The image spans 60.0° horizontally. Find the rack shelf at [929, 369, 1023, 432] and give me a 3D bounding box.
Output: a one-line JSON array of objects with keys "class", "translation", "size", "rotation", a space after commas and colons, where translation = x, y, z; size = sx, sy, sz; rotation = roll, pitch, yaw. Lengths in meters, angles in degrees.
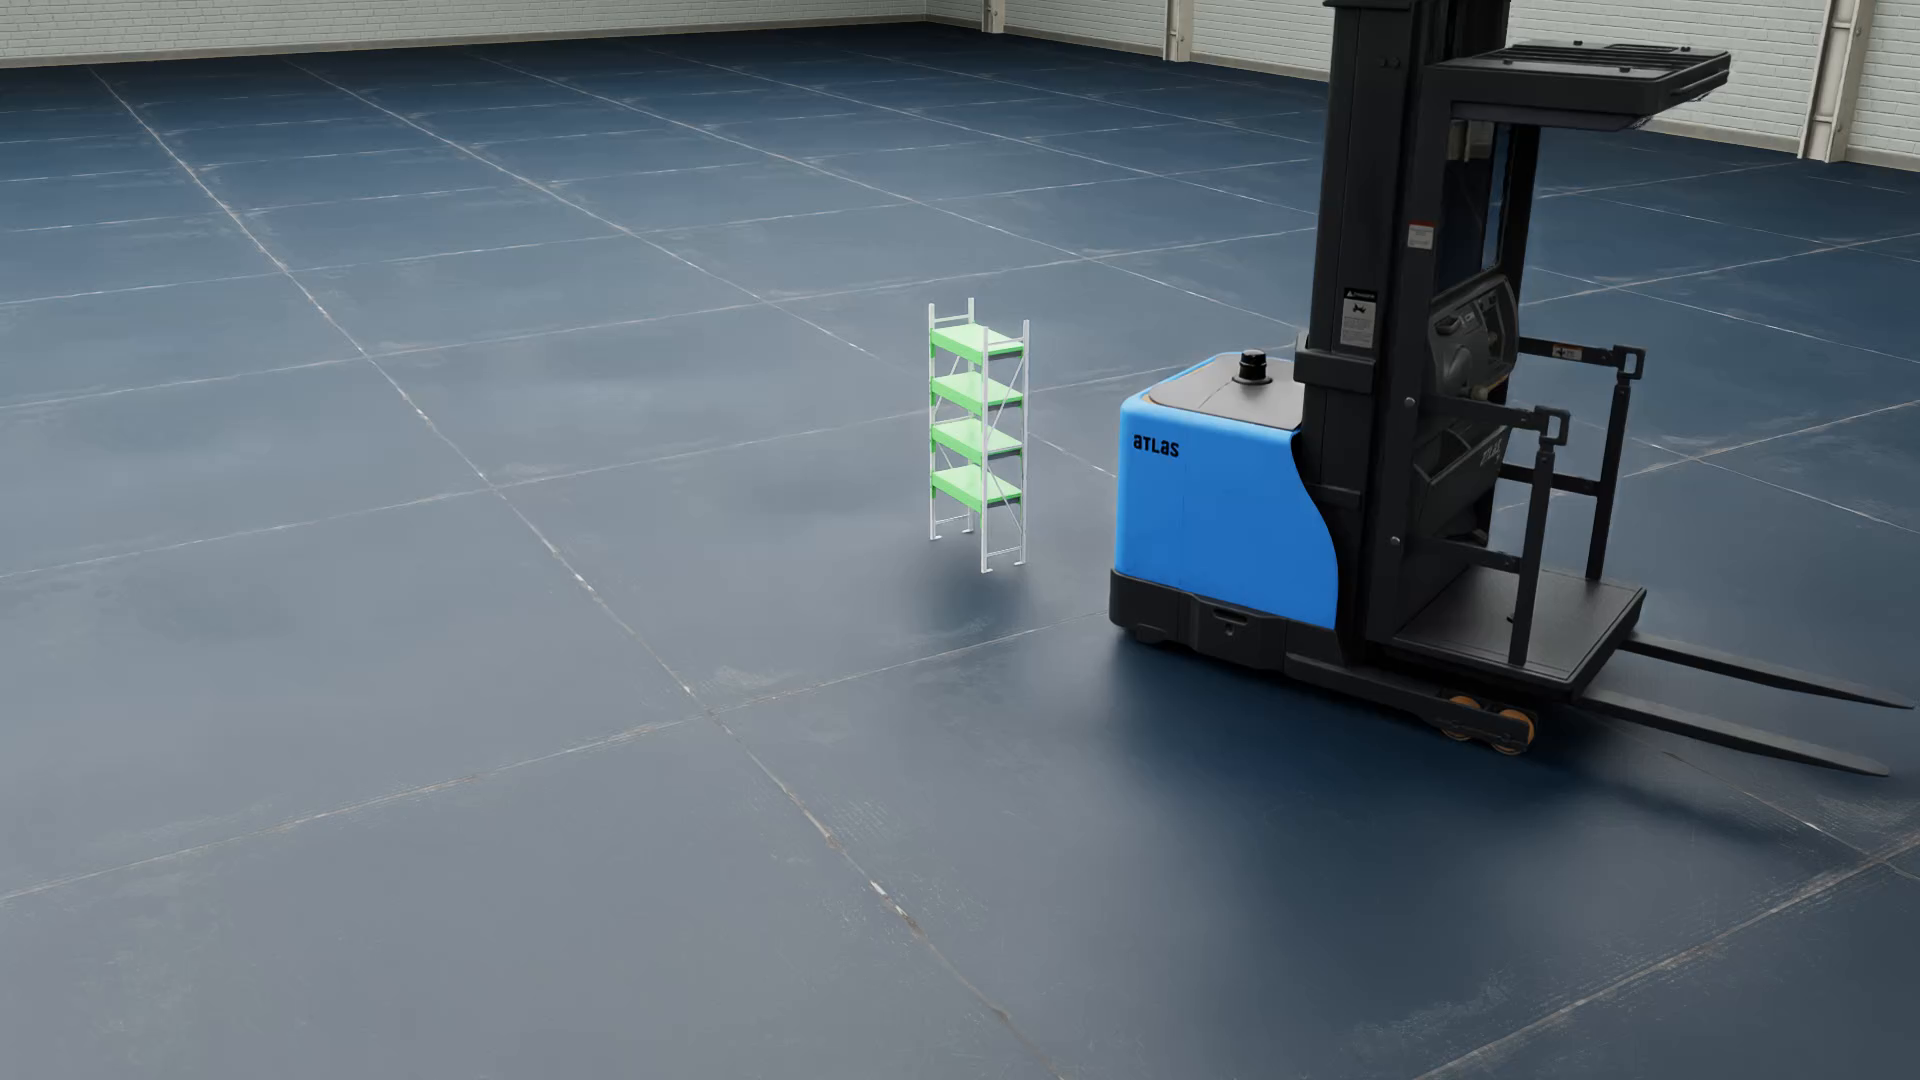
[{"class": "rack shelf", "translation": [0.085, -0.665, 7.887], "size": [0.258, 0.148, 0.480], "rotation": [-13, 25, -28]}]

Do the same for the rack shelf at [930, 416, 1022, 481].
[{"class": "rack shelf", "translation": [0.085, -0.443, 7.978], "size": [0.258, 0.148, 0.480], "rotation": [-13, 25, -28]}]

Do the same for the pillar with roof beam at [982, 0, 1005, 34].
[{"class": "pillar with roof beam", "translation": [-3.035, -13.531, 29.650], "size": [9.100, 9.000, 0.400], "rotation": [-13, 25, -28]}]

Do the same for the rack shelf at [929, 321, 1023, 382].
[{"class": "rack shelf", "translation": [0.085, -0.888, 7.797], "size": [0.258, 0.148, 0.480], "rotation": [-13, 25, -28]}]

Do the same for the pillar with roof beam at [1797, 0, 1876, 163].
[{"class": "pillar with roof beam", "translation": [6.159, -7.704, 15.315], "size": [9.100, 9.000, 0.400], "rotation": [-13, 25, -28]}]

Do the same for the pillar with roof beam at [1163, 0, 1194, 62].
[{"class": "pillar with roof beam", "translation": [0.030, -11.589, 24.872], "size": [9.100, 9.000, 0.400], "rotation": [-13, 25, -28]}]

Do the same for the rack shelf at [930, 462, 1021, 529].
[{"class": "rack shelf", "translation": [0.085, -0.221, 8.068], "size": [0.258, 0.148, 0.480], "rotation": [-13, 25, -28]}]

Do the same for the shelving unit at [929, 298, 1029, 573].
[{"class": "shelving unit", "translation": [0.085, -0.502, 7.954], "size": [0.258, 1.200, 0.503], "rotation": [-13, 25, -28]}]

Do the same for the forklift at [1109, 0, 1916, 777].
[{"class": "forklift", "translation": [2.149, -0.771, 6.315], "size": [3.031, 2.935, 1.130], "rotation": [15, 26, 32]}]

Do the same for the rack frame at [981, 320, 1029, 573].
[{"class": "rack frame", "translation": [0.209, -0.423, 7.759], "size": [0.240, 1.200, 0.015], "rotation": [-13, 25, -28]}]

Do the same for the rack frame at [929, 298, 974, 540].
[{"class": "rack frame", "translation": [-0.040, -0.581, 8.148], "size": [0.240, 1.200, 0.015], "rotation": [-13, 25, -28]}]
